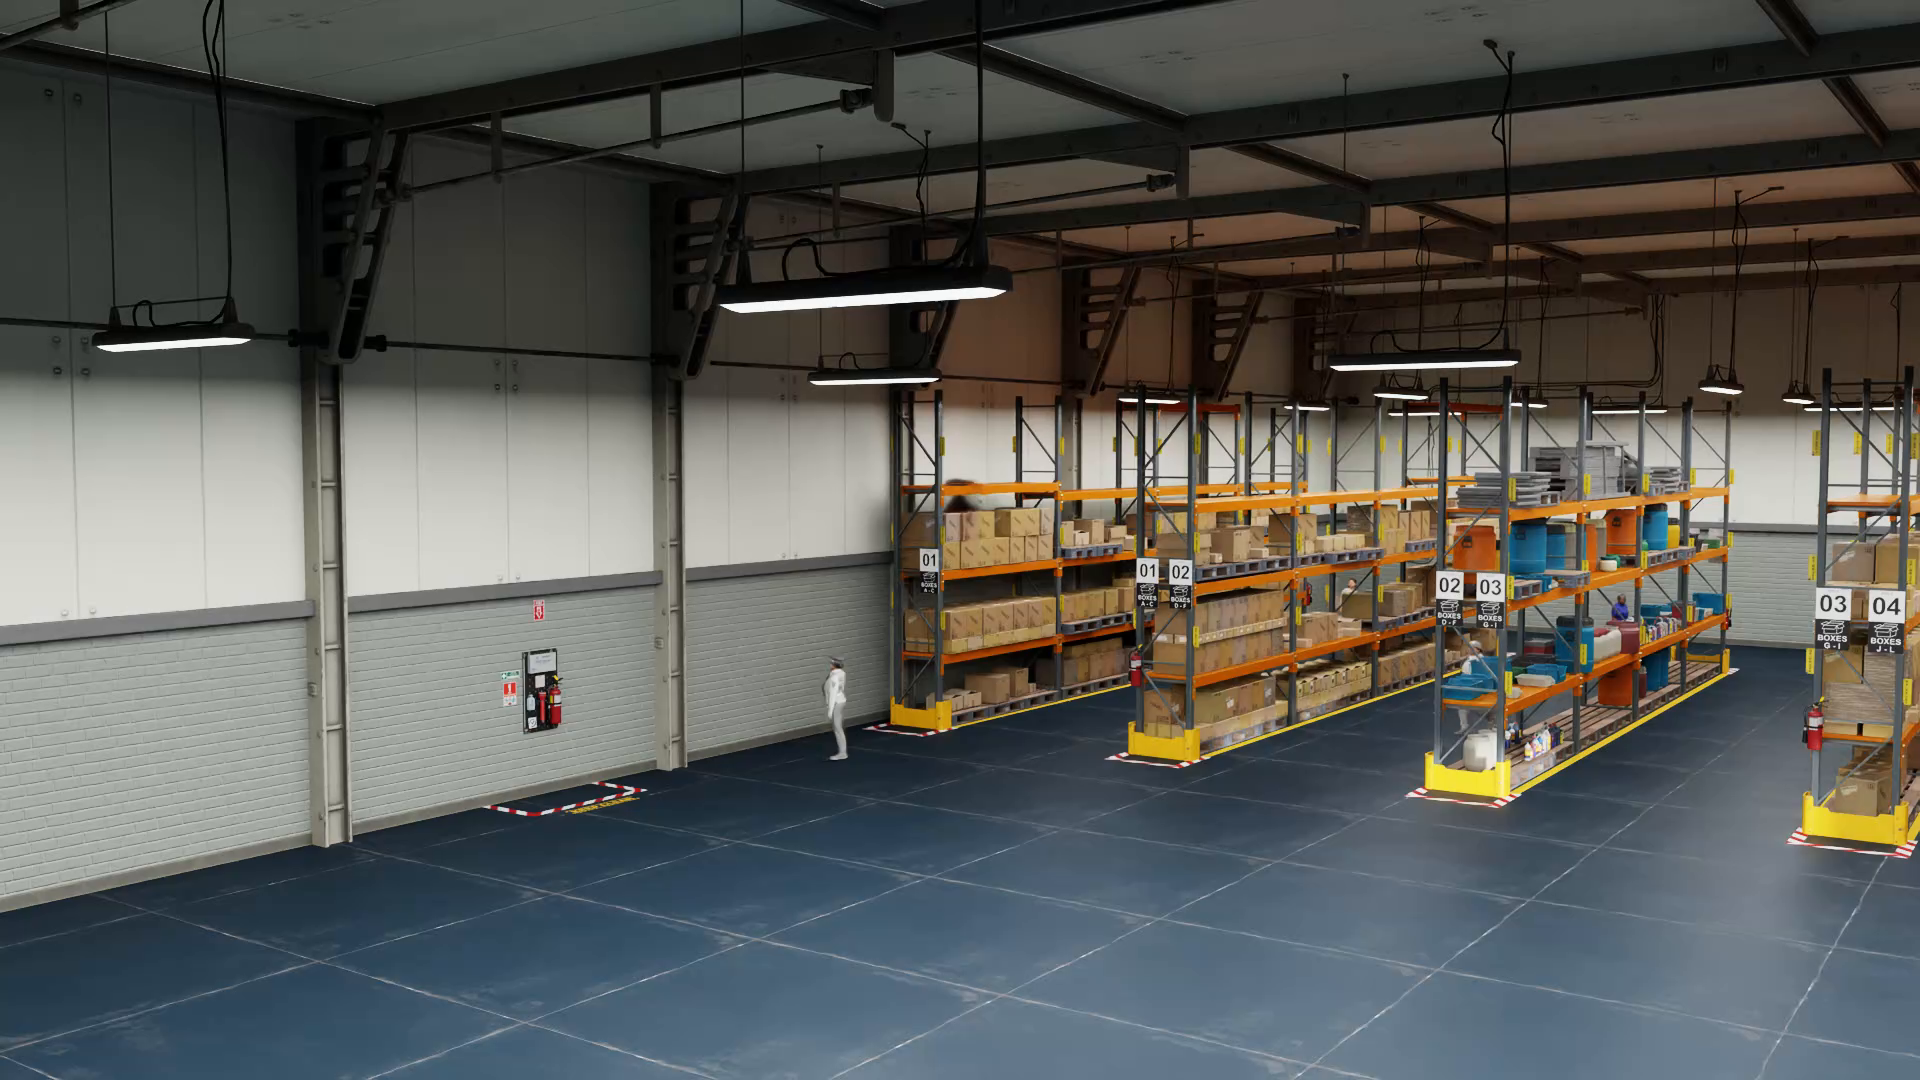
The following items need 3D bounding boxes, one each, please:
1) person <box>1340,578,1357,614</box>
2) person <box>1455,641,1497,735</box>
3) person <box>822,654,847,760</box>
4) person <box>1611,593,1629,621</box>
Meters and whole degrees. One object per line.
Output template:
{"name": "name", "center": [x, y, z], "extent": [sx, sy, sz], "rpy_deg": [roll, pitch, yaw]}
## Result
{"name": "person", "center": [9.912, 1.789, 42.404], "extent": [0.555, 1.621, 0.848], "rpy_deg": [-1, 3, -18]}
{"name": "person", "center": [8.949, 2.556, 28.850], "extent": [0.799, 1.621, 0.486], "rpy_deg": [-2, 4, -36]}
{"name": "person", "center": [-1.985, 2.676, 26.580], "extent": [0.388, 1.720, 0.597], "rpy_deg": [0, 3, 6]}
{"name": "person", "center": [15.122, 2.039, 37.994], "extent": [0.543, 1.651, 0.393], "rpy_deg": [-1, 3, -23]}
